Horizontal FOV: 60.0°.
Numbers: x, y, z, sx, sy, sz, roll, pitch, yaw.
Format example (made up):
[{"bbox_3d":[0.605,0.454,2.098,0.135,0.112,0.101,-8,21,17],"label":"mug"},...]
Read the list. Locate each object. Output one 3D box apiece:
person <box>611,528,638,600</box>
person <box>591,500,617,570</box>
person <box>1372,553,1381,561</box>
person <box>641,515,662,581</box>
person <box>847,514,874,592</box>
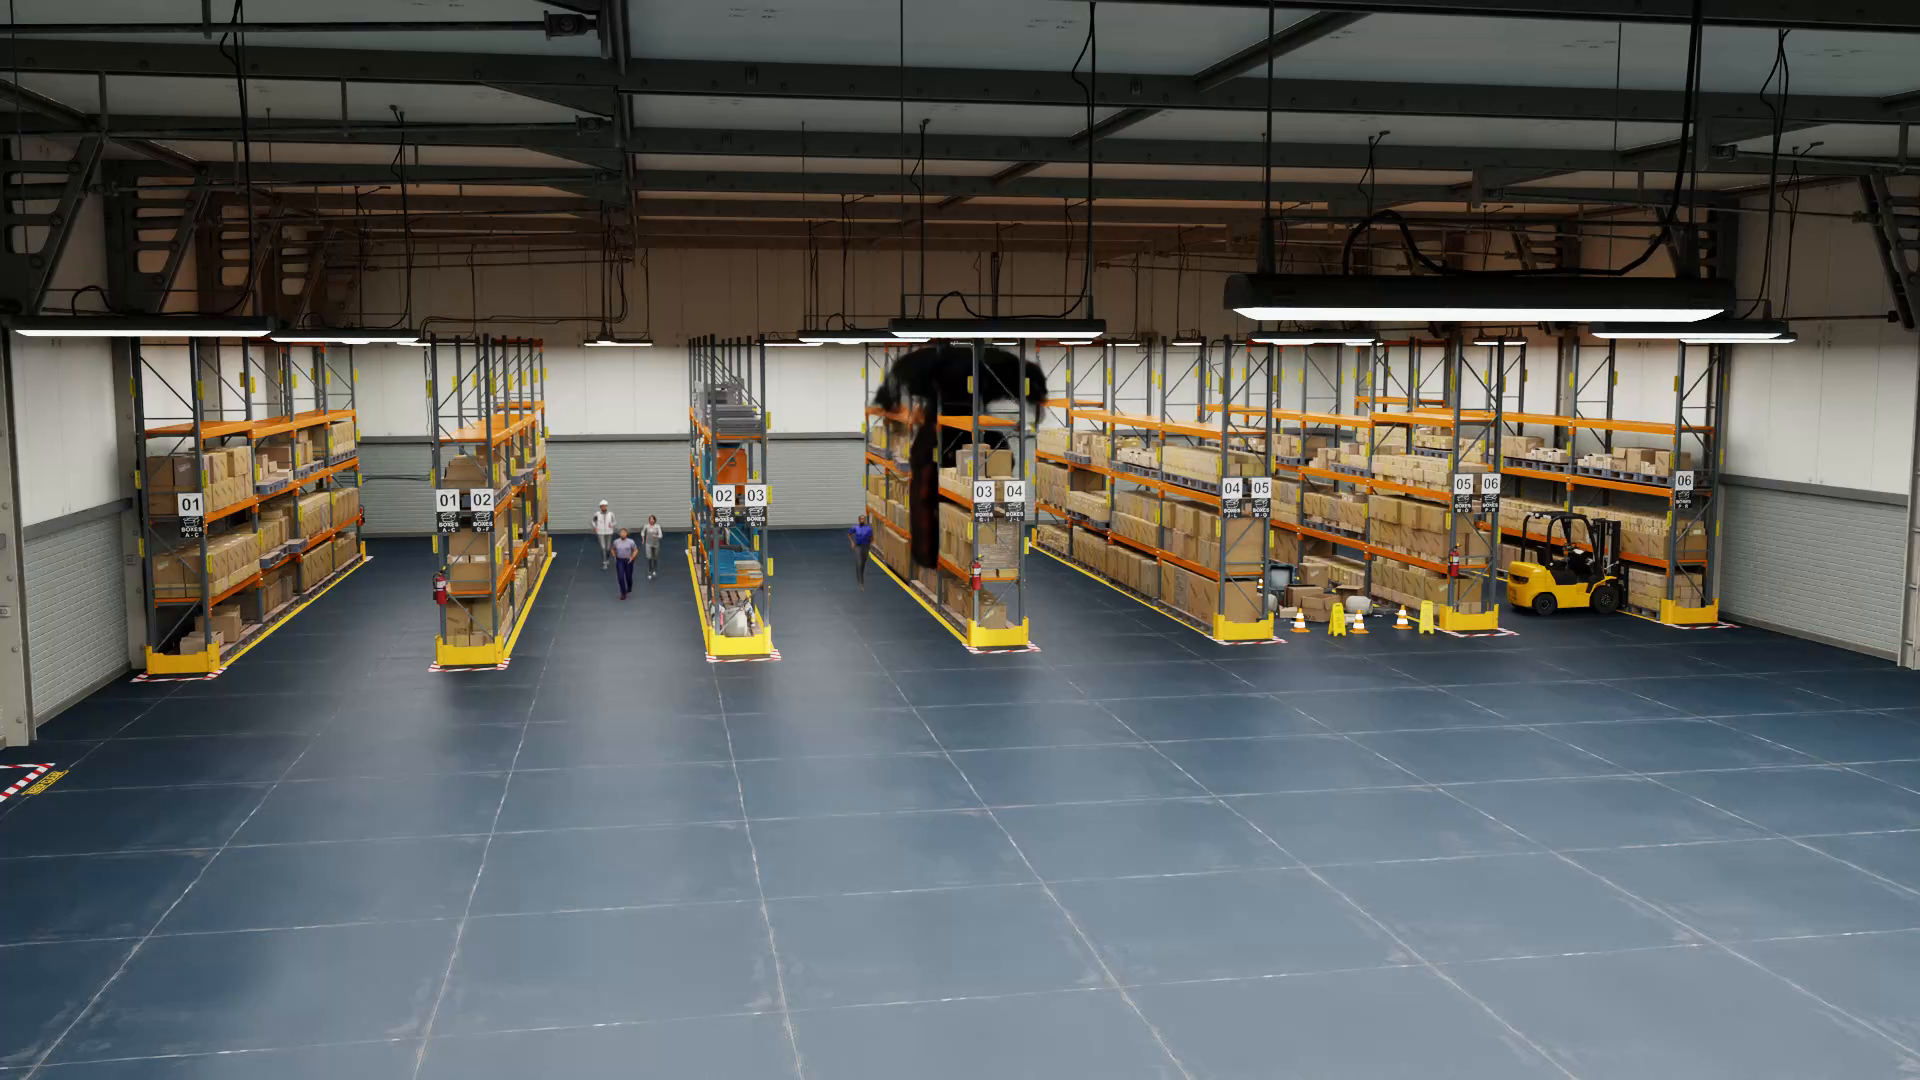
[{"bbox_3d":[-7.746,0.575,38.388,0.618,1.545,0.742,-1,7,-9],"label":"person"},{"bbox_3d":[-9.328,-0.153,43.620,0.662,1.782,0.831,-2,7,-20],"label":"person"},{"bbox_3d":[11.106,-0.173,44.347,0.564,1.633,0.566,-2,7,-20],"label":"person"},{"bbox_3d":[-7.662,0.240,41.377,0.505,1.544,0.714,-1,7,-12],"label":"person"},{"bbox_3d":[-2.239,0.278,37.890,0.563,1.738,0.755,-3,7,-22],"label":"person"}]
